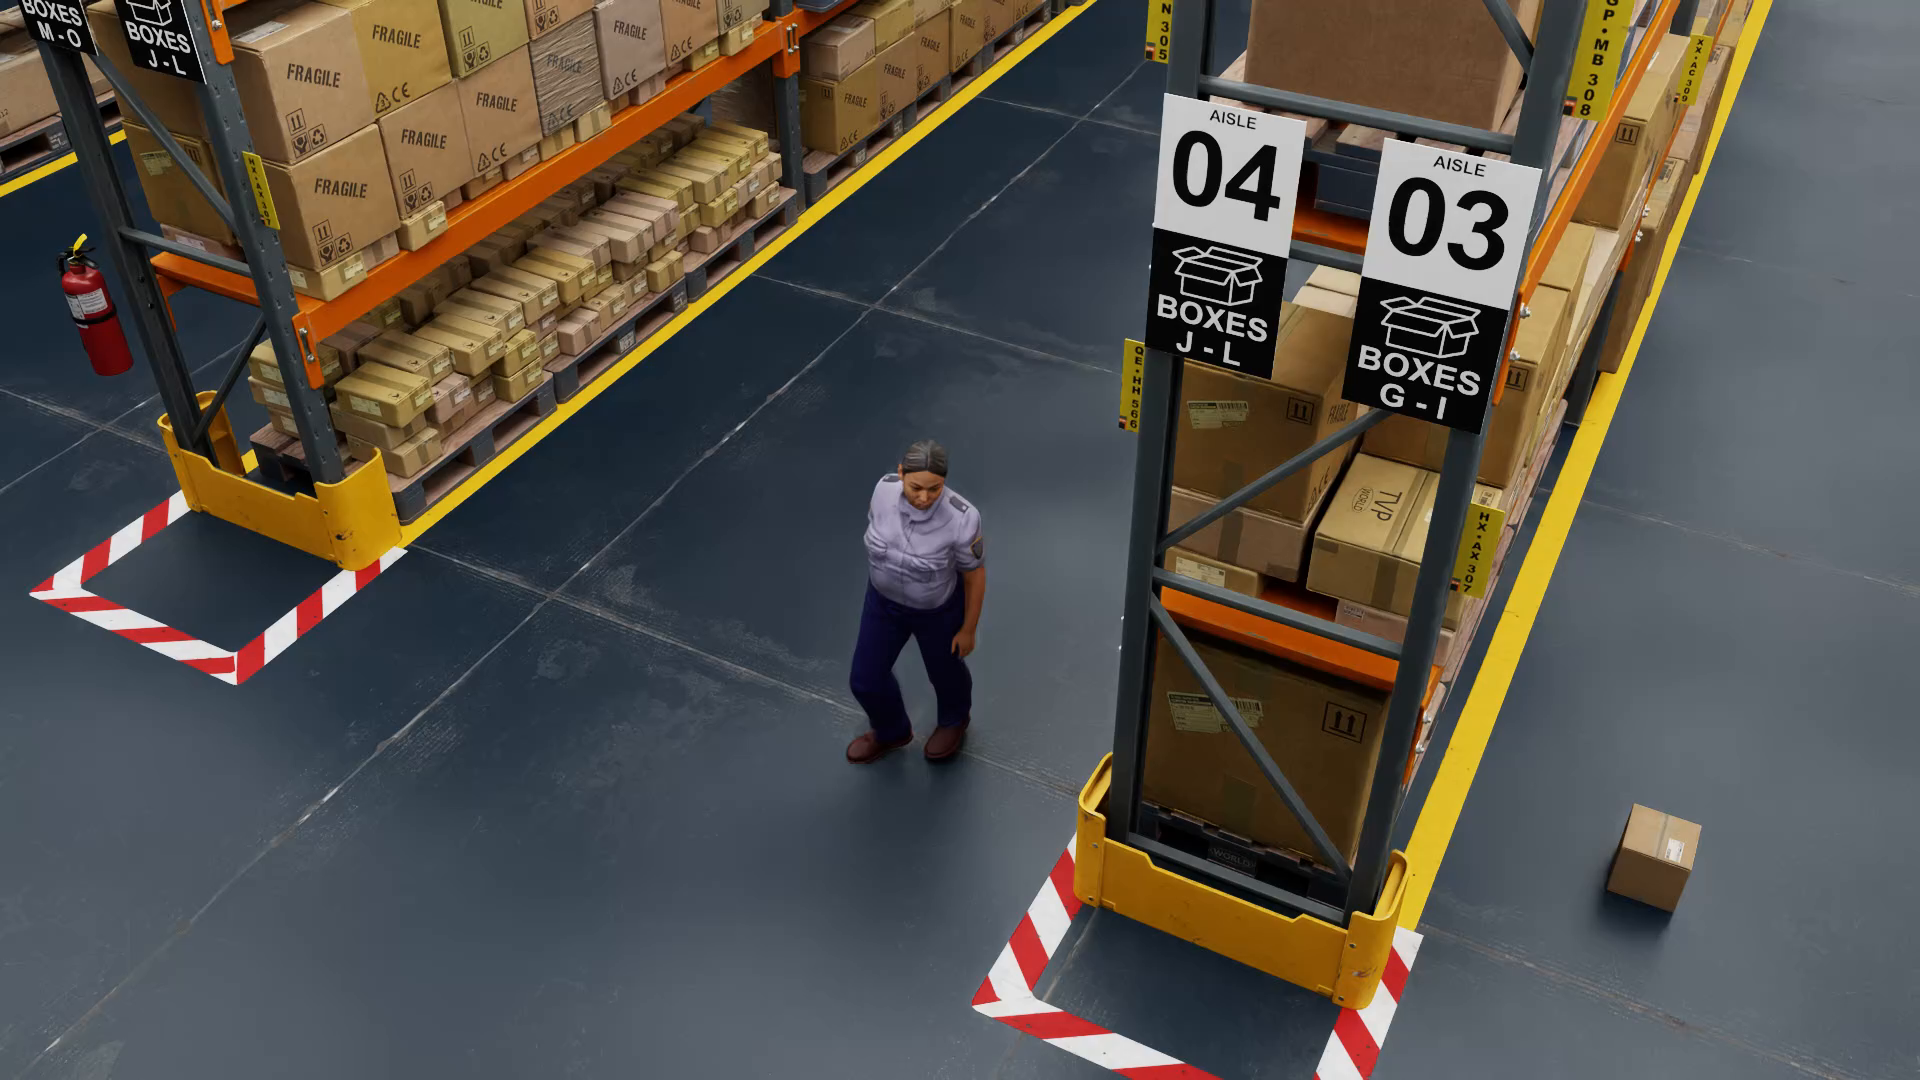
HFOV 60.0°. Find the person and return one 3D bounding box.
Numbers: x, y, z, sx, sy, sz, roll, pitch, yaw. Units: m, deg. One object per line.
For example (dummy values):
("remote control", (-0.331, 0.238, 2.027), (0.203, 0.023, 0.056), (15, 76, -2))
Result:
("person", (-0.151, 0.245, 6.451), (0.579, 1.661, 0.503), (17, 41, 20))
